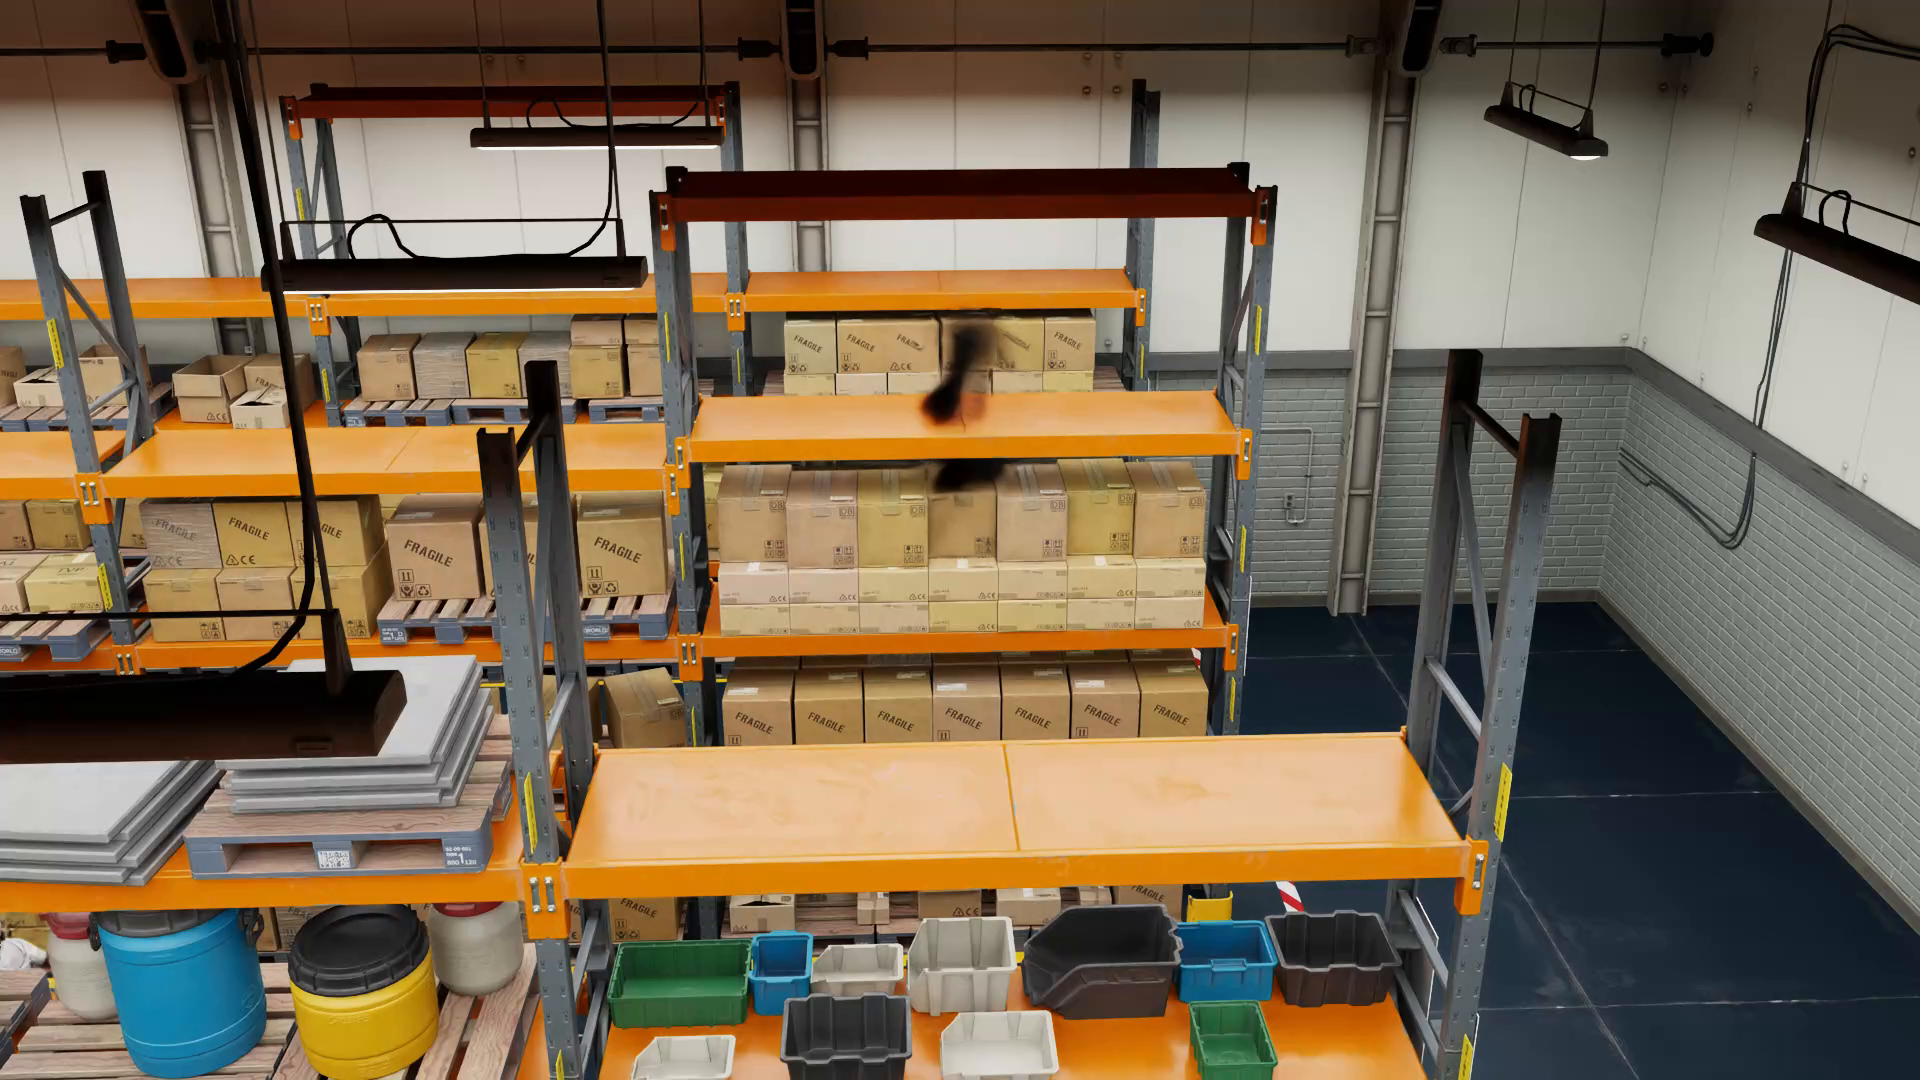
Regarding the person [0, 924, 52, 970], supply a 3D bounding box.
[{"bbox_3d":[-6.300,3.206,11.079,0.788,1.611,0.562,-2,22,-4],"label":"person"}]
